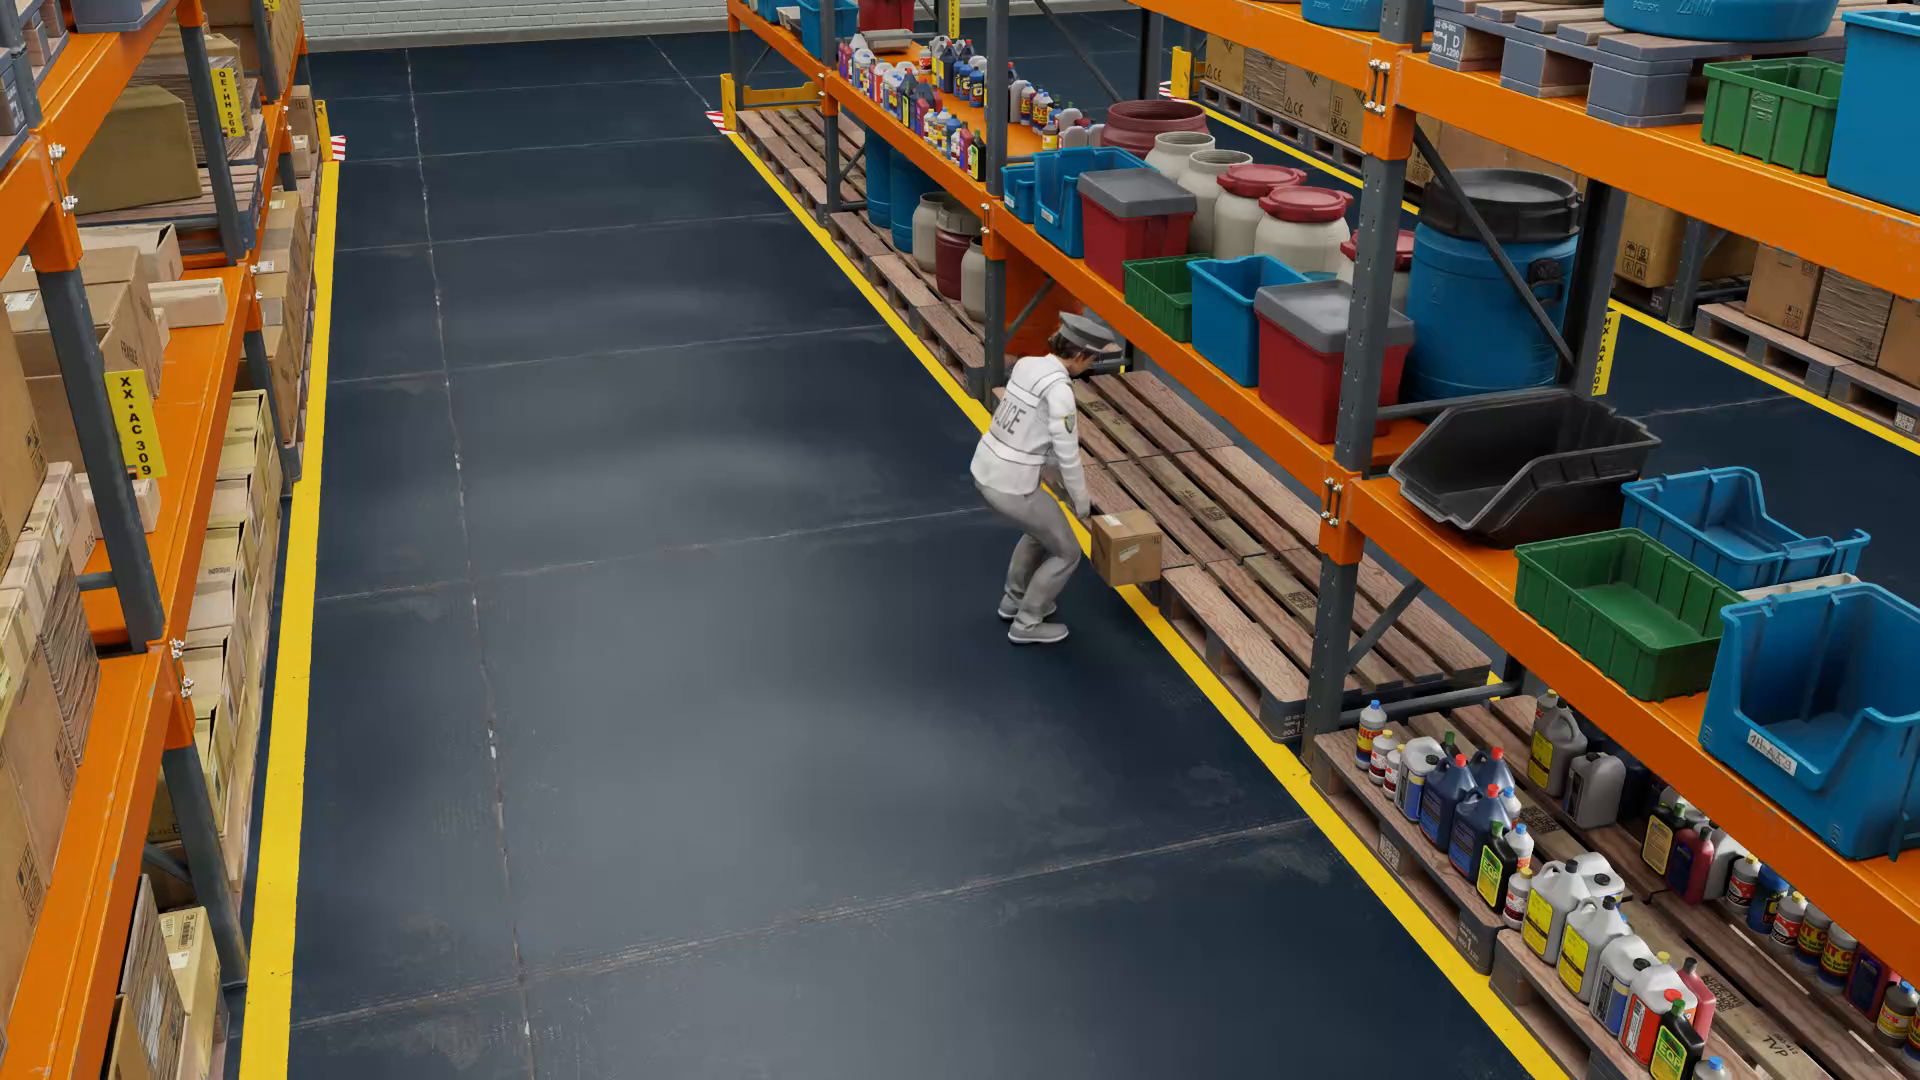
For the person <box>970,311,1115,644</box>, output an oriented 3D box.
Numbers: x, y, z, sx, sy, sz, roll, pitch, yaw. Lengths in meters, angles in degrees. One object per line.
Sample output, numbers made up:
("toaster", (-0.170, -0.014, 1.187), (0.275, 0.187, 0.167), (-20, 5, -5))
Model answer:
("person", (0.358, -0.277, 7.390), (0.633, 1.479, 0.524), (-8, 28, -16))
